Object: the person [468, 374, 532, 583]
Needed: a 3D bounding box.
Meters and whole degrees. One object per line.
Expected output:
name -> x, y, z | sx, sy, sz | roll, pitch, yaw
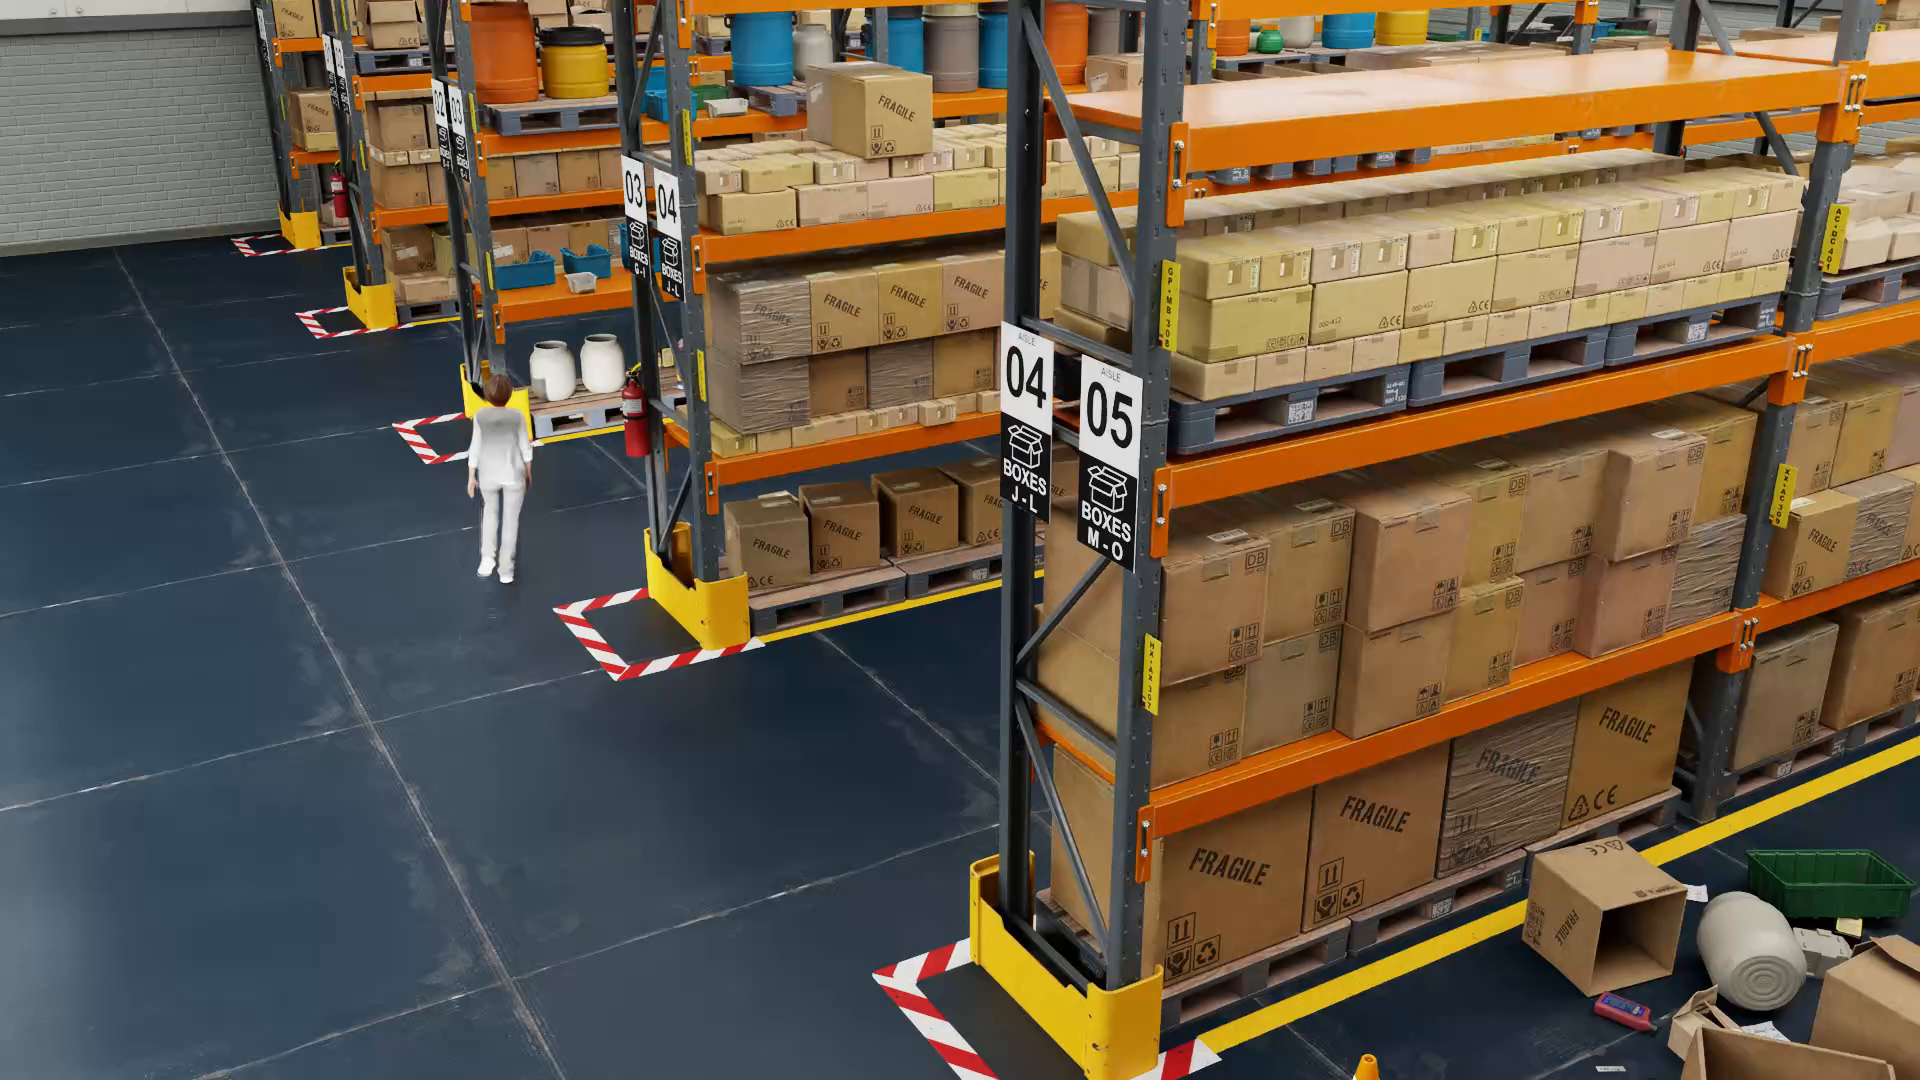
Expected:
person -> -3.362, -0.465, 12.201 | 0.493, 1.590, 0.421 | -2, 22, -5
